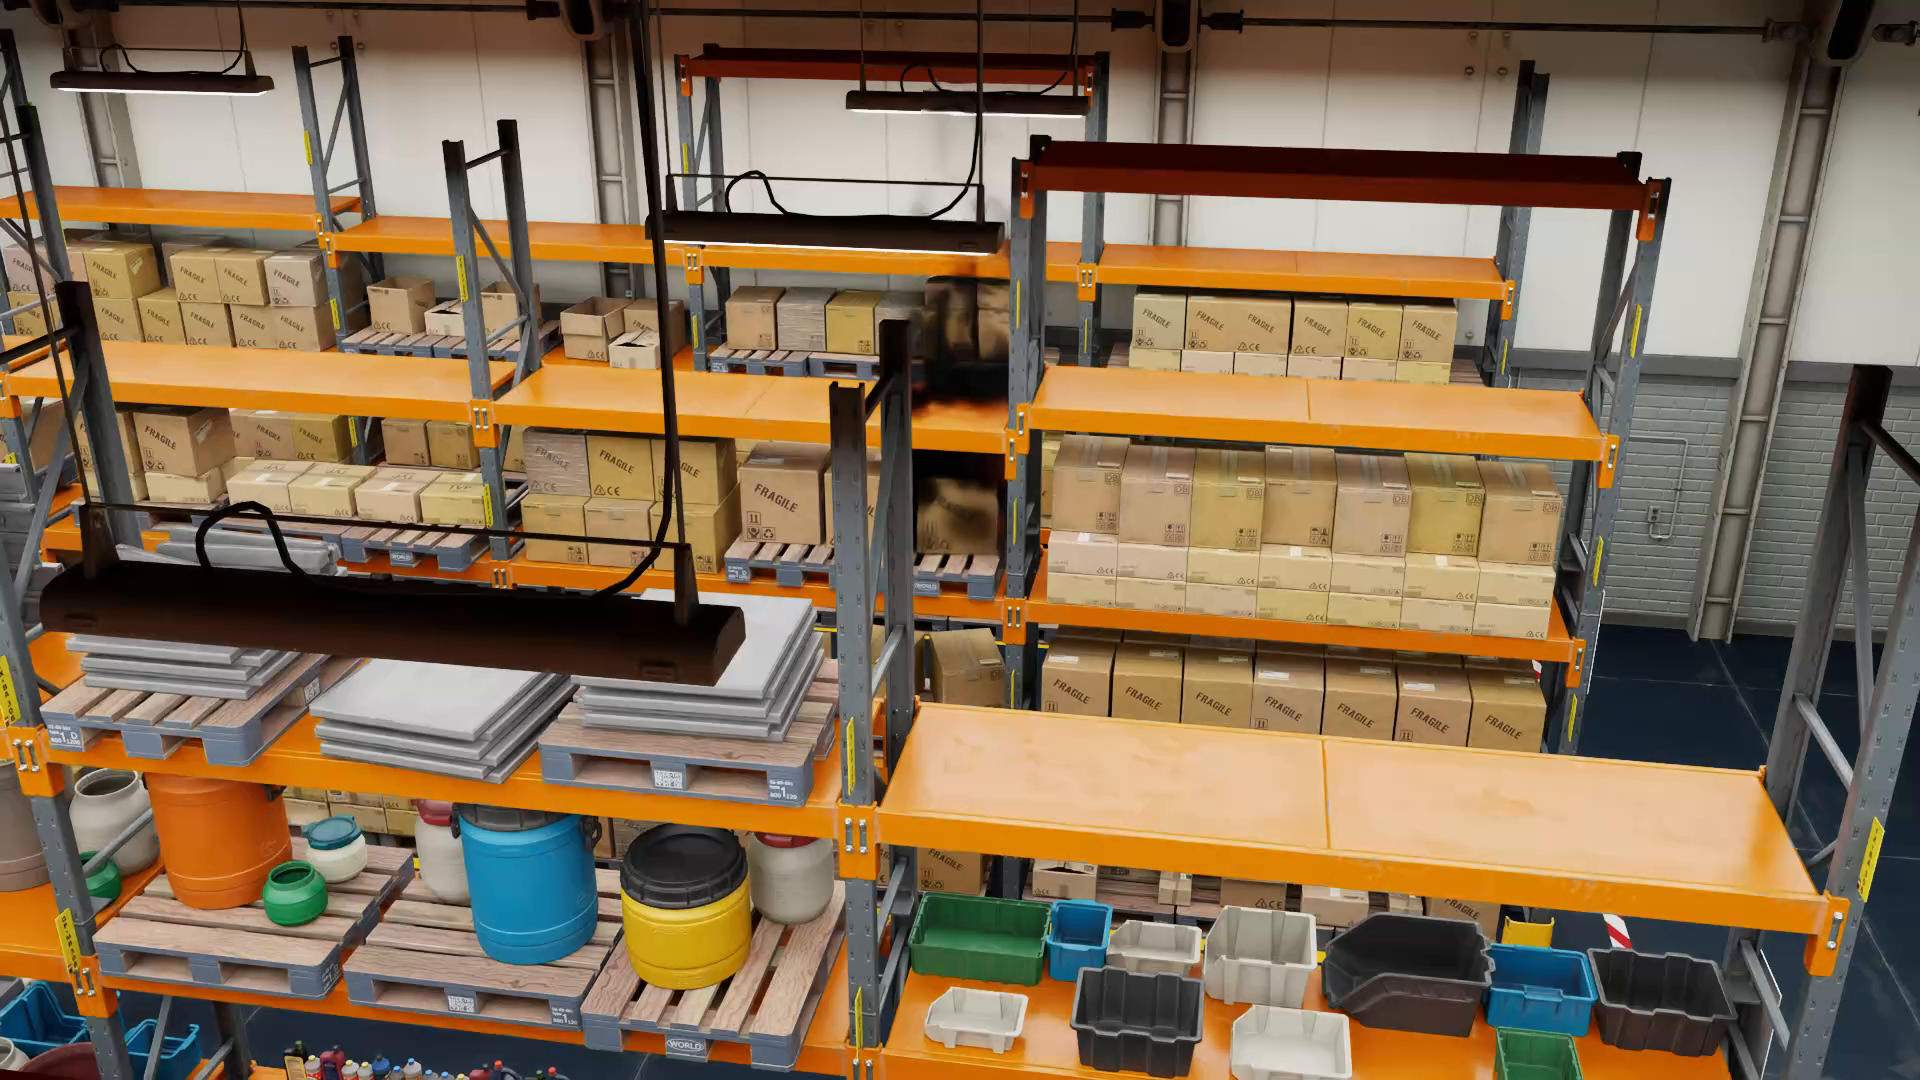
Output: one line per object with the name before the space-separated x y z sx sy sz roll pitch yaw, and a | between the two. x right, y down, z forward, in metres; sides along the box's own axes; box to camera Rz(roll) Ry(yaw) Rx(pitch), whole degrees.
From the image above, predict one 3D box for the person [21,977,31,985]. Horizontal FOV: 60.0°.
person | -6.977 2.648 11.842 0.761 1.839 0.641 -1 23 -1
